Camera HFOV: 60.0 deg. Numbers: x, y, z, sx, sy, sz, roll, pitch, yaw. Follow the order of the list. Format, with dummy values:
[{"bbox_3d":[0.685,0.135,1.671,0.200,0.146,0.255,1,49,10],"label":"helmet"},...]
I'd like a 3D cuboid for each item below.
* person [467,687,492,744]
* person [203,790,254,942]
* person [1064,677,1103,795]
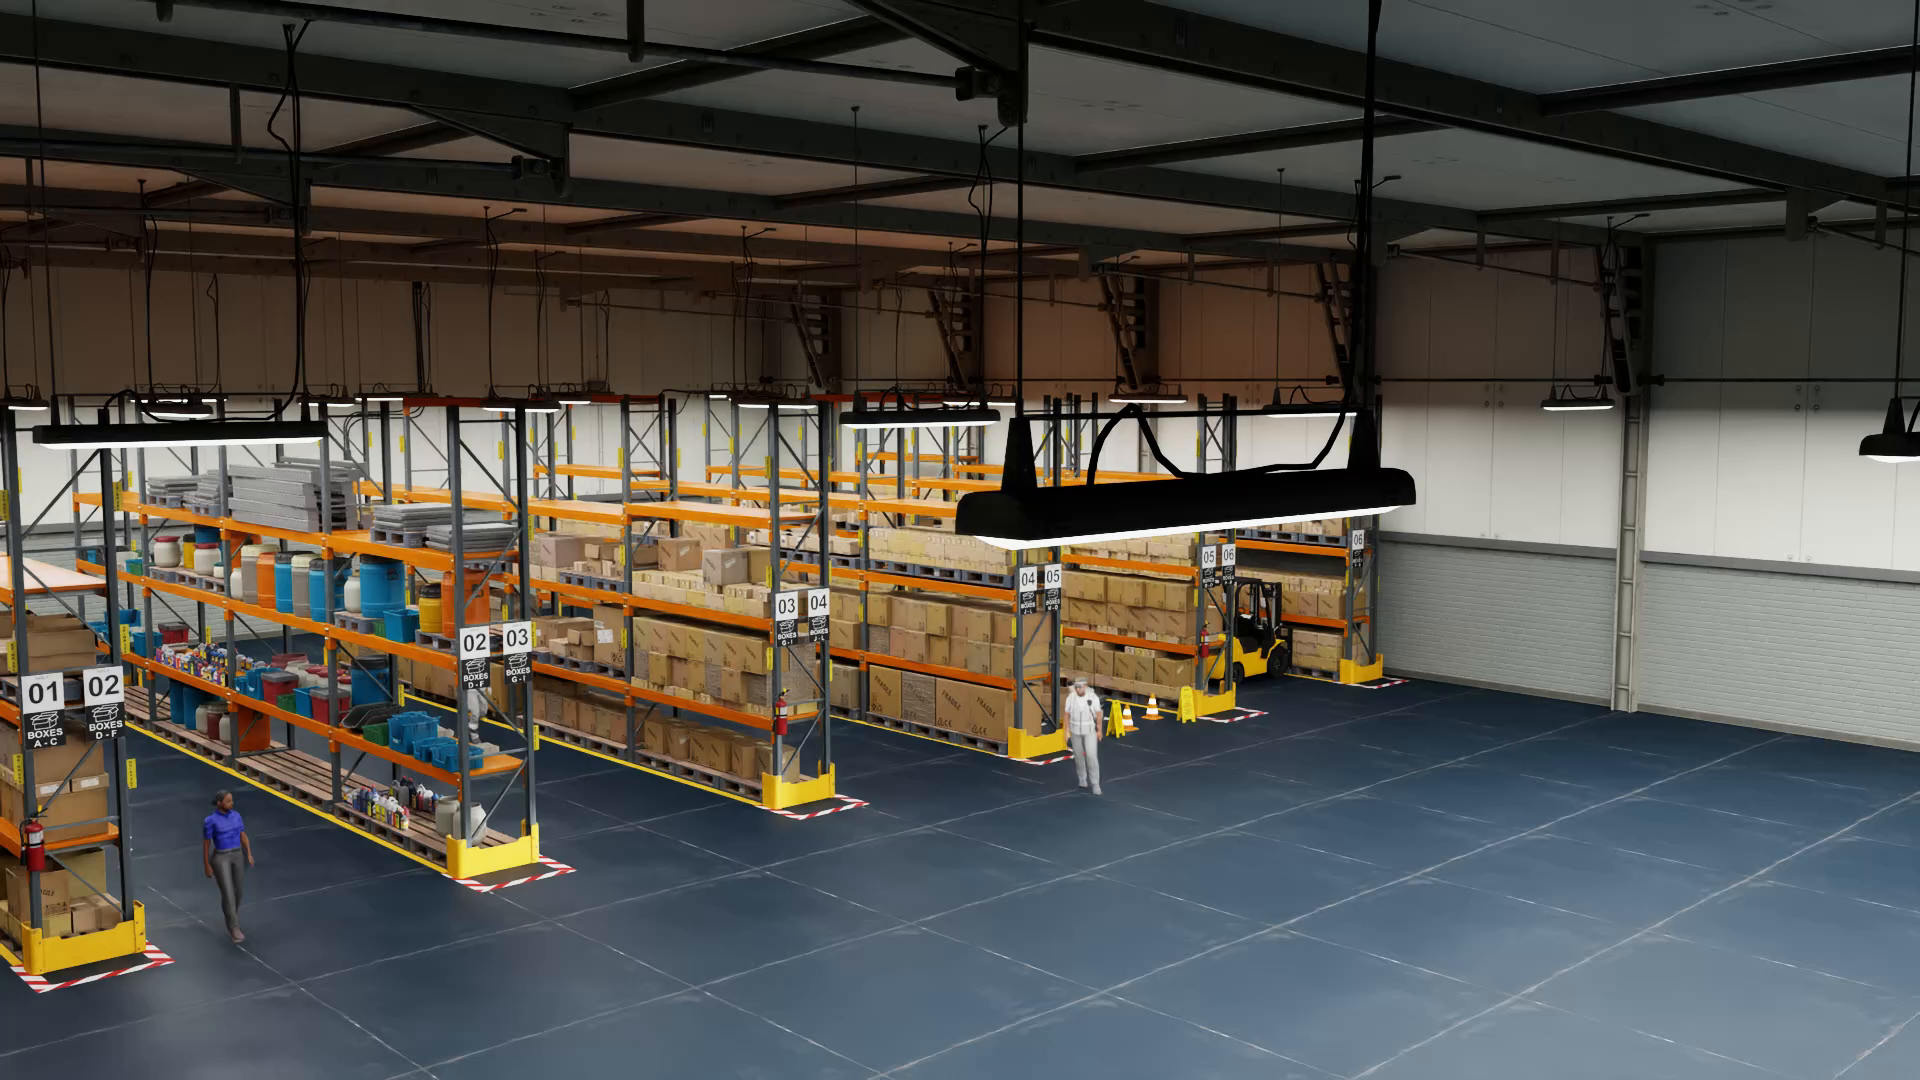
[{"bbox_3d":[-8.545,2.651,29.085,0.689,1.765,0.628,4,7,35],"label":"person"},{"bbox_3d":[-8.309,3.750,19.018,0.731,1.549,0.467,4,7,36],"label":"person"},{"bbox_3d":[1.917,2.986,25.638,0.656,1.747,0.729,1,6,15],"label":"person"}]
